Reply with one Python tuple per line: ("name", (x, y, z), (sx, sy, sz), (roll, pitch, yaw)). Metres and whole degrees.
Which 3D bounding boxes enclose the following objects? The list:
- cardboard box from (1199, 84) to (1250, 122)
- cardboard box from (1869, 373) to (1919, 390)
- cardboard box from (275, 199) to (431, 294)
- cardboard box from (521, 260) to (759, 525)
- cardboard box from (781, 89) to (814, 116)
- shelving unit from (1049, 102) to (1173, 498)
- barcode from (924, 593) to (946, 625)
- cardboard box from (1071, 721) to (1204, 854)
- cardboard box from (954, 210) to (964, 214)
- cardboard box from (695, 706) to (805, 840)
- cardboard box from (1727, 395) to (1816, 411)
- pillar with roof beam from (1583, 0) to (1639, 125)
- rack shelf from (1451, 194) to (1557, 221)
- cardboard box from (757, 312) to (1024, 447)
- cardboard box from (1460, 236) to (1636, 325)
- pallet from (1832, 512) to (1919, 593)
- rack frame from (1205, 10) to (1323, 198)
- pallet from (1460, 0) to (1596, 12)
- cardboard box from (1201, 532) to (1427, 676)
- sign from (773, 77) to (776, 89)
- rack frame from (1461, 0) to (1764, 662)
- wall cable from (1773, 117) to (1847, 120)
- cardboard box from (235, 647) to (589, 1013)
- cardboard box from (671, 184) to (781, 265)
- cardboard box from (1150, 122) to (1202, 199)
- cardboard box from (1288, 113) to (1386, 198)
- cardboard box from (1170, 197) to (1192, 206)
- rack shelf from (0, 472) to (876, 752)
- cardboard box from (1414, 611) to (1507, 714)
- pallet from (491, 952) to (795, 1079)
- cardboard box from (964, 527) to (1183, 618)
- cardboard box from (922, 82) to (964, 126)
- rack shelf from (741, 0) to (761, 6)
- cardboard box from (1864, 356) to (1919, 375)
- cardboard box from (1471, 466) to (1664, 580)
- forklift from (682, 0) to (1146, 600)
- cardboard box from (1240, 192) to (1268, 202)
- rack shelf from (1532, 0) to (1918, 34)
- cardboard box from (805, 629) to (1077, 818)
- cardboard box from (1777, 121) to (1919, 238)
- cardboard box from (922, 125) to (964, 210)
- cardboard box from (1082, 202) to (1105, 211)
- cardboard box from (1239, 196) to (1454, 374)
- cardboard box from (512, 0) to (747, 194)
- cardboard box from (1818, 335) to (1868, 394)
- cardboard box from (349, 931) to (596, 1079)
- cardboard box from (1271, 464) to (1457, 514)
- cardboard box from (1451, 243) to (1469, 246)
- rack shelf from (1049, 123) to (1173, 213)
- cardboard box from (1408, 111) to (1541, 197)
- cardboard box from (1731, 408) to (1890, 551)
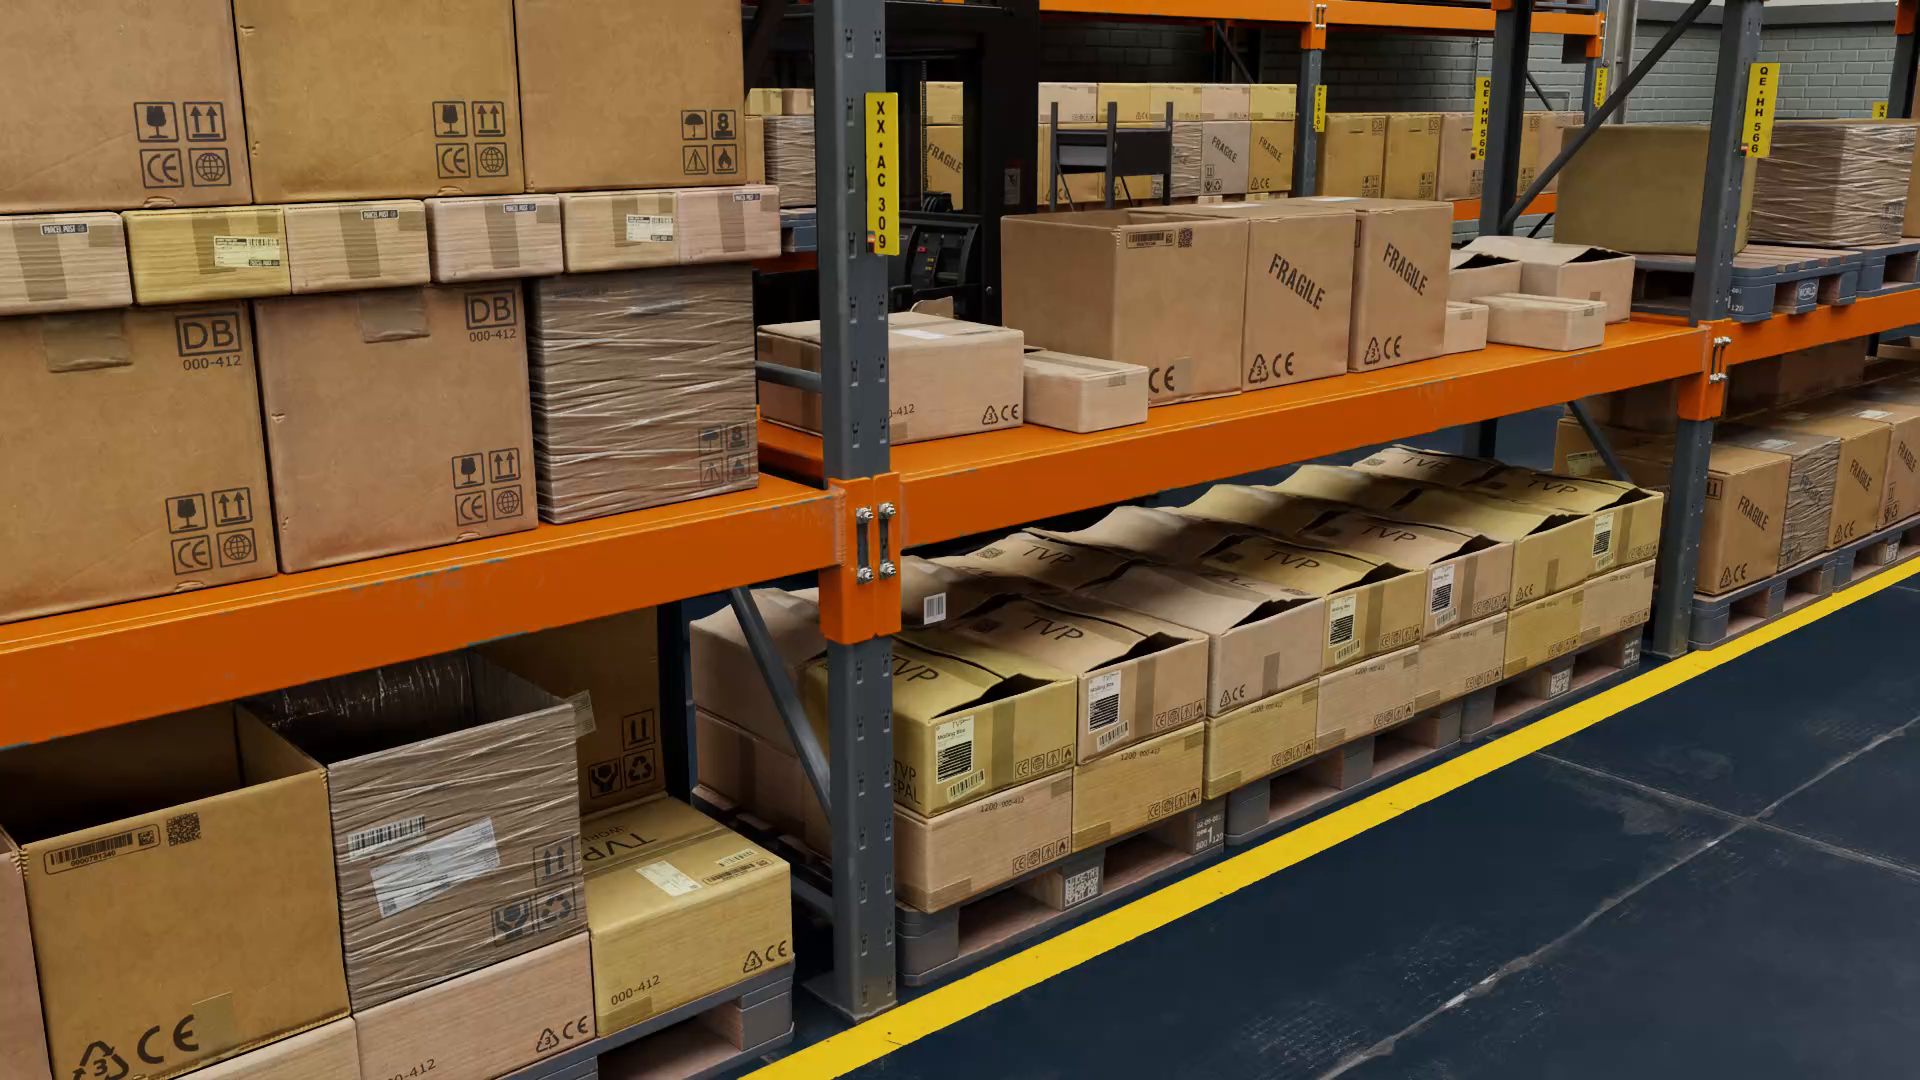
("cardboard box", (1.678, -3.075, 11.689), (0.500, 0.250, 0.500), (-12, 19, -38))
("cardboard box", (4.947, -0.545, 8.468), (0.500, 0.500, 0.500), (-13, 19, -39))
("cardboard box", (-1.171, -0.549, 3.042), (0.250, 0.149, 0.380), (-13, 20, -39))
("cardboard box", (-0.856, -0.378, 3.659), (0.500, 0.500, 0.700), (-13, 20, -41))
("cardboard box", (-1.003, -2.557, 9.709), (0.380, 0.149, 0.250), (13, 20, 40))
("shelving unit", (0.782, -1.233, 8.795), (0.431, 2.100, 0.503), (14, 20, 41))
("barcode", (-0.060, 0.163, 3.958), (0.075, 0.075, 0.001), (-13, 19, -39))
("cardboard box", (0.328, 0.613, 4.657), (0.500, 0.250, 0.500), (-12, 19, -38))
("cardboard box", (-0.167, -1.987, 10.326), (0.250, 0.149, 0.380), (-12, 19, -39))
("cardboard box", (-0.403, 0.593, 4.733), (0.500, 0.250, 0.500), (-13, 20, -40))
("cardboard box", (3.826, -0.470, 8.190), (0.500, 0.500, 0.500), (-14, 20, -41))
("pillar with roof beam", (9.567, -6.089, 13.607), (0.400, 9.000, 9.100), (-13, 19, -39))
("rack shelf", (3.764, -2.716, 14.001), (4.000, 0.370, 1.077), (-13, 19, -39))
("cardboard box", (-0.183, -0.426, 4.321), (0.500, 0.250, 0.500), (-11, 19, -36))
("cardboard box", (2.189, -0.988, 6.307), (0.500, 0.311, 0.500), (-11, 19, -36))
("pallet", (4.000, -0.061, 8.070), (1.213, 0.211, 1.003), (-13, 19, -39))
("rack frame", (2.255, -2.725, 12.640), (0.127, 3.000, 1.000), (-13, 19, -39))
("pallet", (4.720, -4.681, 14.323), (1.213, 0.211, 1.003), (-13, 19, -39))
("cardboard box", (1.109, 0.166, 5.243), (0.500, 0.311, 0.500), (-12, 19, -38))
("sign", (-1.130, -2.714, 10.356), (0.005, 0.325, 0.100), (-13, 19, -39))
("rack frame", (2.492, -1.084, 6.495), (0.127, 3.000, 1.000), (-13, 19, -39))
("wall cable", (9.774, -5.689, 18.129), (0.112, 2.526, 3.097), (-13, 19, -39))
("cardboard box", (-1.117, 0.561, 3.400), (0.500, 0.500, 0.500), (-13, 19, -39))
("cardboard box", (-0.590, -0.680, 3.533), (0.250, 0.149, 0.380), (-13, 20, -39))
("cardboard box", (1.309, -2.628, 11.466), (0.500, 0.500, 0.500), (-13, 19, -39))
("cardboard box", (2.675, -2.959, 12.933), (0.700, 0.700, 0.980), (-12, 19, -39))
("cardboard box", (1.397, -2.334, 11.623), (0.250, 0.149, 0.380), (-13, 19, -39))
("rack shelf", (-2.034, 0.280, 2.782), (4.000, 0.370, 1.077), (-13, 19, -39))
("cardboard box", (1.487, 0.351, 5.638), (0.500, 0.250, 0.500), (-12, 19, -38))
("pallet", (-1.153, 1.068, 3.844), (1.213, 0.211, 1.003), (-13, 19, -39))
("cardboard box", (0.358, 0.151, 5.301), (0.500, 0.311, 0.500), (-13, 20, -40))
("cardboard box", (-0.229, -2.643, 10.070), (0.500, 0.250, 0.500), (-12, 19, -38))
("rack shelf", (-2.272, -2.810, 8.540), (4.000, 0.370, 1.077), (-13, 19, -39))
("cardboard box", (4.984, -0.732, 9.168), (0.500, 0.500, 0.500), (-14, 20, -42))
("cardboard box", (2.258, -0.092, 6.211), (0.500, 0.311, 0.500), (-12, 19, -38))
("forklift", (-0.426, -1.299, 7.432), (1.130, 2.935, 3.031), (14, 20, 41))
("cardboard box", (2.011, -2.454, 12.071), (0.250, 0.149, 0.380), (-12, 19, -38))
("rack shelf", (4.001, -2.524, 7.469), (4.000, 0.370, 1.077), (-13, 19, -39))
("cardboard box", (-0.050, 0.427, 4.267), (0.500, 0.311, 0.500), (-13, 19, -39))
("cardboard box", (4.217, -1.701, 7.799), (0.700, 0.500, 0.500), (10, 18, 33))
("cardboard box", (-0.228, -2.282, 10.170), (0.500, 0.500, 0.500), (-12, 19, -38))
("cardboard box", (0.788, -2.208, 11.153), (0.250, 0.149, 0.380), (-13, 19, -39))
("cardboard box", (1.237, -0.845, 5.406), (0.500, 0.500, 0.500), (-14, 20, -42))
("cardboard box", (-0.856, -1.005, 3.492), (0.500, 0.500, 0.700), (-13, 19, -39))
("cardboard box", (4.230, -0.925, 8.437), (0.500, 0.250, 0.500), (-13, 19, -39))
("cardboard box", (-1.116, 0.923, 3.495), (0.500, 0.250, 0.500), (-13, 19, -39))
("cardboard box", (1.513, -0.107, 6.266), (0.500, 0.311, 0.500), (-13, 20, -41))
("cardboard box", (4.391, -2.547, 14.747), (0.250, 0.149, 0.380), (-13, 19, -39))
("rack shelf", (0.782, -1.896, 8.618), (0.431, 0.518, 0.480), (14, 20, 41))
("cardboard box", (4.353, -3.334, 14.337), (0.700, 0.700, 0.980), (-13, 20, -40))
("cardboard box", (3.796, -0.284, 7.491), (0.500, 0.500, 0.500), (-13, 20, -40))
